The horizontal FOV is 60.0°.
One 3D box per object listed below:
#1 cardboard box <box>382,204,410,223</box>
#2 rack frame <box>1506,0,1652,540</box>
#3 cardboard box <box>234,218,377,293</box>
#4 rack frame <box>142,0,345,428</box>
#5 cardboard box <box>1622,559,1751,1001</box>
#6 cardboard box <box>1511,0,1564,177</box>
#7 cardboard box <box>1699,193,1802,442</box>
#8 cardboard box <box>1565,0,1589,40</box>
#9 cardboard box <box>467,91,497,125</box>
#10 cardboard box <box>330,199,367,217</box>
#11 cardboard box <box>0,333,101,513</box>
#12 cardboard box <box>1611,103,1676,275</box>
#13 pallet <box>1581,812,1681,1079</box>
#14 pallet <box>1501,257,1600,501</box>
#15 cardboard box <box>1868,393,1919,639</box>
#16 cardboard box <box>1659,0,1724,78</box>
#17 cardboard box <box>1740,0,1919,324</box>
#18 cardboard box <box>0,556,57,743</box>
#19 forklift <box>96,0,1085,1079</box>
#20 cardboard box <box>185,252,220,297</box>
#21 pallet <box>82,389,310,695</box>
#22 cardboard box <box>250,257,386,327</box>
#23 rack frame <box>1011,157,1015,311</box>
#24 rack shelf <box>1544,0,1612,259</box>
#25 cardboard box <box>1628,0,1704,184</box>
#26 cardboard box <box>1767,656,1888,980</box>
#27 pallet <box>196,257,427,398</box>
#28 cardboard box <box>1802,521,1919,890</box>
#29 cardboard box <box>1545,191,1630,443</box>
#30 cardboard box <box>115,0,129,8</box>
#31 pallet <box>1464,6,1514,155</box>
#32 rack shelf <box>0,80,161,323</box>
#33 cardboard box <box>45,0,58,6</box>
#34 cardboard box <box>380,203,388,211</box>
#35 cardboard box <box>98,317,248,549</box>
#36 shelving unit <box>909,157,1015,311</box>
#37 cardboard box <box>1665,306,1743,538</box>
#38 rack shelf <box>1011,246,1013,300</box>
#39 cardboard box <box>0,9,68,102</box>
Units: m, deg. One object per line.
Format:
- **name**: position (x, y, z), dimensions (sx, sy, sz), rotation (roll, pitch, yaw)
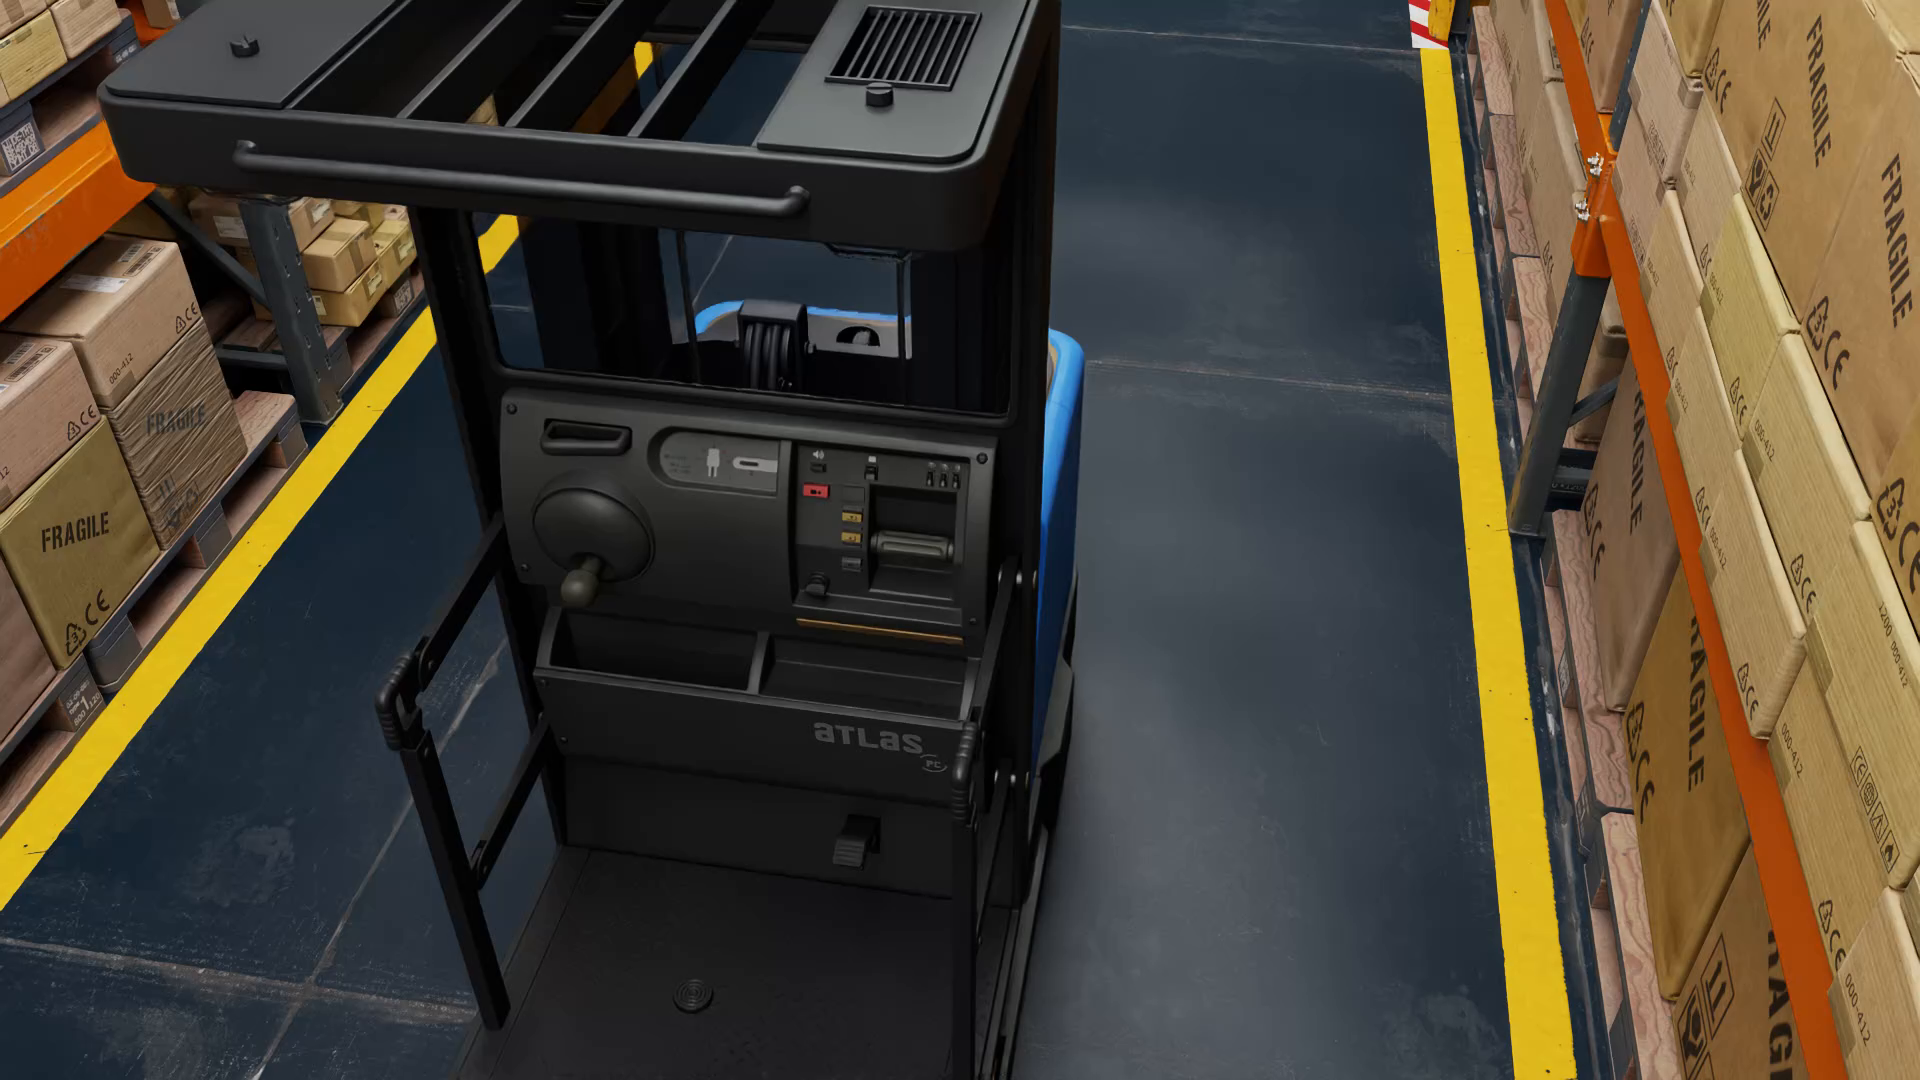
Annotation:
- **cardboard box**: position (-2.235, -1.221, 6.280), dimensions (0.380, 0.149, 0.250), rotation (6, 40, 7)
- **rack frame**: position (2.241, -1.153, 4.291), dimensions (1.000, 3.000, 0.127), rotation (6, 40, 8)
- **cardboard box**: position (-2.274, -1.006, 5.787), dimensions (0.380, 0.149, 0.250), rotation (8, 40, 10)
- **rack frame**: position (-2.652, -1.636, 4.875), dimensions (1.000, 3.000, 0.127), rotation (6, 40, 8)
- **cardboard box**: position (2.064, 0.469, 3.666), dimensions (0.875, 0.875, 0.875), rotation (7, 40, 9)
- **cardboard box**: position (2.767, -1.838, 6.800), dimensions (0.875, 0.438, 0.875), rotation (7, 40, 9)
- **cardboard box**: position (1.711, -0.399, 3.104), dimensions (0.500, 0.250, 0.500), rotation (7, 40, 8)
- **cardboard box**: position (2.153, -1.835, 5.037), dimensions (0.500, 0.500, 0.500), rotation (5, 40, 7)
- **cardboard box**: position (-2.086, -1.822, 6.774), dimensions (0.380, 0.149, 0.250), rotation (6, 40, 7)
- **cardboard box**: position (-2.282, -1.288, 5.895), dimensions (0.380, 0.149, 0.250), rotation (8, 40, 10)
- **cardboard box**: position (-2.634, -0.307, 4.311), dimensions (0.500, 0.250, 0.500), rotation (8, 40, 10)
- **cardboard box**: position (1.905, -0.849, 4.040), dimensions (0.500, 0.250, 0.500), rotation (6, 40, 7)
- **pallet**: position (1.973, 1.182, 3.655), dimensions (1.003, 0.211, 1.213), rotation (6, 40, 8)
- **pallet**: position (2.450, -0.547, 5.746), dimensions (1.003, 0.211, 1.213), rotation (6, 40, 8)
- **cardboard box**: position (1.554, -0.054, 2.098), dimensions (0.500, 0.500, 0.500), rotation (6, 40, 8)
- **cardboard box**: position (1.882, -1.333, 3.645), dimensions (0.500, 0.500, 0.500), rotation (7, 40, 8)
- **cardboard box**: position (1.732, -0.696, 2.875), dimensions (0.500, 0.500, 0.500), rotation (5, 40, 7)
- **cardboard box**: position (-2.714, 0.301, 4.164), dimensions (0.500, 0.500, 0.500), rotation (6, 40, 7)
- **forklift**: position (-0.434, 0.036, 2.906), dimensions (1.130, 2.935, 3.031), rotation (6, 40, 8)
- **cardboard box**: position (-2.920, -0.983, 5.992), dimensions (0.380, 0.149, 0.250), rotation (7, 40, 8)
- **pallet**: position (-2.785, -0.072, 5.172), dimensions (1.003, 0.211, 1.213), rotation (6, 40, 8)
- **cardboard box**: position (-2.272, -0.892, 5.883), dimensions (0.380, 0.149, 0.250), rotation (5, 40, 6)
- **rack frame**: position (0.071, -0.719, 5.179), dimensions (0.240, 1.200, 0.015), rotation (6, 40, 8)
- **rack shelf**: position (2.587, -2.131, 6.038), dimensions (1.077, 0.370, 4.000), rotation (6, 40, 8)
- **cardboard box**: position (1.887, -1.043, 3.883), dimensions (0.500, 0.250, 0.500), rotation (5, 40, 6)
- **cardboard box**: position (1.557, 0.432, 2.491), dimensions (0.500, 0.250, 0.500), rotation (6, 40, 7)
- **pallet**: position (-2.570, -0.987, 6.278), dimensions (1.003, 0.211, 1.213), rotation (6, 40, 8)
- **cardboard box**: position (1.536, 0.244, 2.326), dimensions (0.500, 0.250, 0.500), rotation (5, 40, 7)
- **cardboard box**: position (2.455, -0.710, 5.436), dimensions (0.875, 0.438, 0.875), rotation (6, 40, 7)
- **cardboard box**: position (-2.833, -1.744, 5.203), dimensions (0.380, 0.149, 0.250), rotation (6, 40, 7)
- **pallet**: position (2.872, -2.079, 7.599), dimensions (1.003, 0.211, 1.213), rotation (6, 40, 8)
- **rack shelf**: position (-2.998, -0.103, 3.586), dimensions (1.077, 0.370, 4.000), rotation (6, 40, 8)
- **cardboard box**: position (-2.526, -1.544, 4.398), dimensions (0.380, 0.149, 0.250), rotation (8, 40, 9)
- **cardboard box**: position (-2.312, -1.331, 6.181), dimensions (0.380, 0.149, 0.250), rotation (6, 40, 7)
- **cardboard box**: position (-2.532, -0.342, 4.942), dimensions (0.500, 0.500, 0.500), rotation (6, 40, 7)
- **shelving unit**: position (0.029, -0.566, 4.993), dimensions (0.258, 1.200, 0.503), rotation (6, 40, 8)
- **cardboard box**: position (1.712, -0.204, 3.260), dimensions (0.500, 0.250, 0.500), rotation (6, 40, 7)
- **rack shelf**: position (0.029, -0.702, 4.881), dimensions (0.258, 0.148, 0.480), rotation (6, 40, 8)
- **cardboard box**: position (-2.570, -1.267, 4.296), dimensions (0.380, 0.149, 0.250), rotation (7, 40, 8)
